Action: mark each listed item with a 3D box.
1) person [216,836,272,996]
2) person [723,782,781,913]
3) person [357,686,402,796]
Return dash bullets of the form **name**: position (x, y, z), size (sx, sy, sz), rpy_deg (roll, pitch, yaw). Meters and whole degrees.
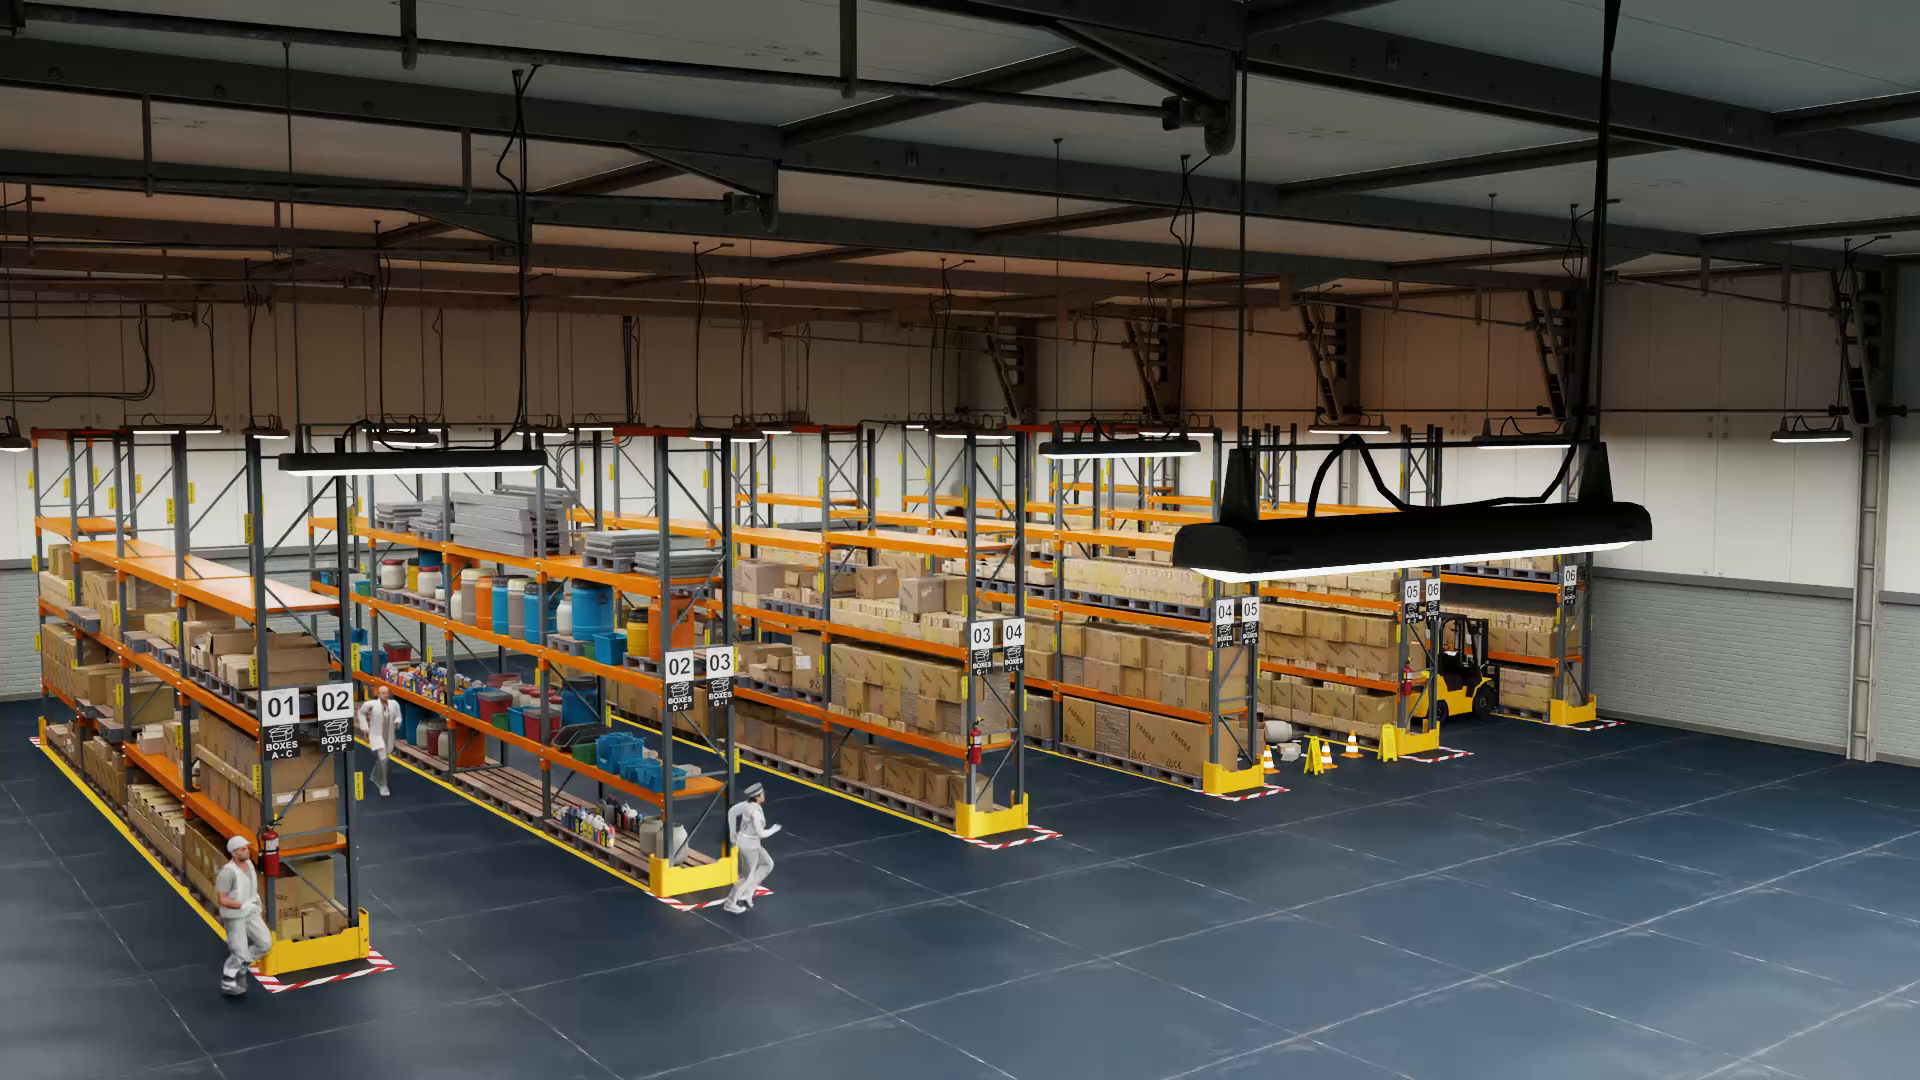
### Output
- **person**: position (-7.679, 4.034, 17.893), size (0.610, 1.740, 0.701), rpy_deg (1, 5, 13)
- **person**: position (-2.614, 3.849, 20.884), size (0.734, 1.642, 0.648), rpy_deg (-2, 5, -21)
- **person**: position (-9.572, 3.309, 27.500), size (0.956, 1.837, 0.623), rpy_deg (4, 6, 44)
